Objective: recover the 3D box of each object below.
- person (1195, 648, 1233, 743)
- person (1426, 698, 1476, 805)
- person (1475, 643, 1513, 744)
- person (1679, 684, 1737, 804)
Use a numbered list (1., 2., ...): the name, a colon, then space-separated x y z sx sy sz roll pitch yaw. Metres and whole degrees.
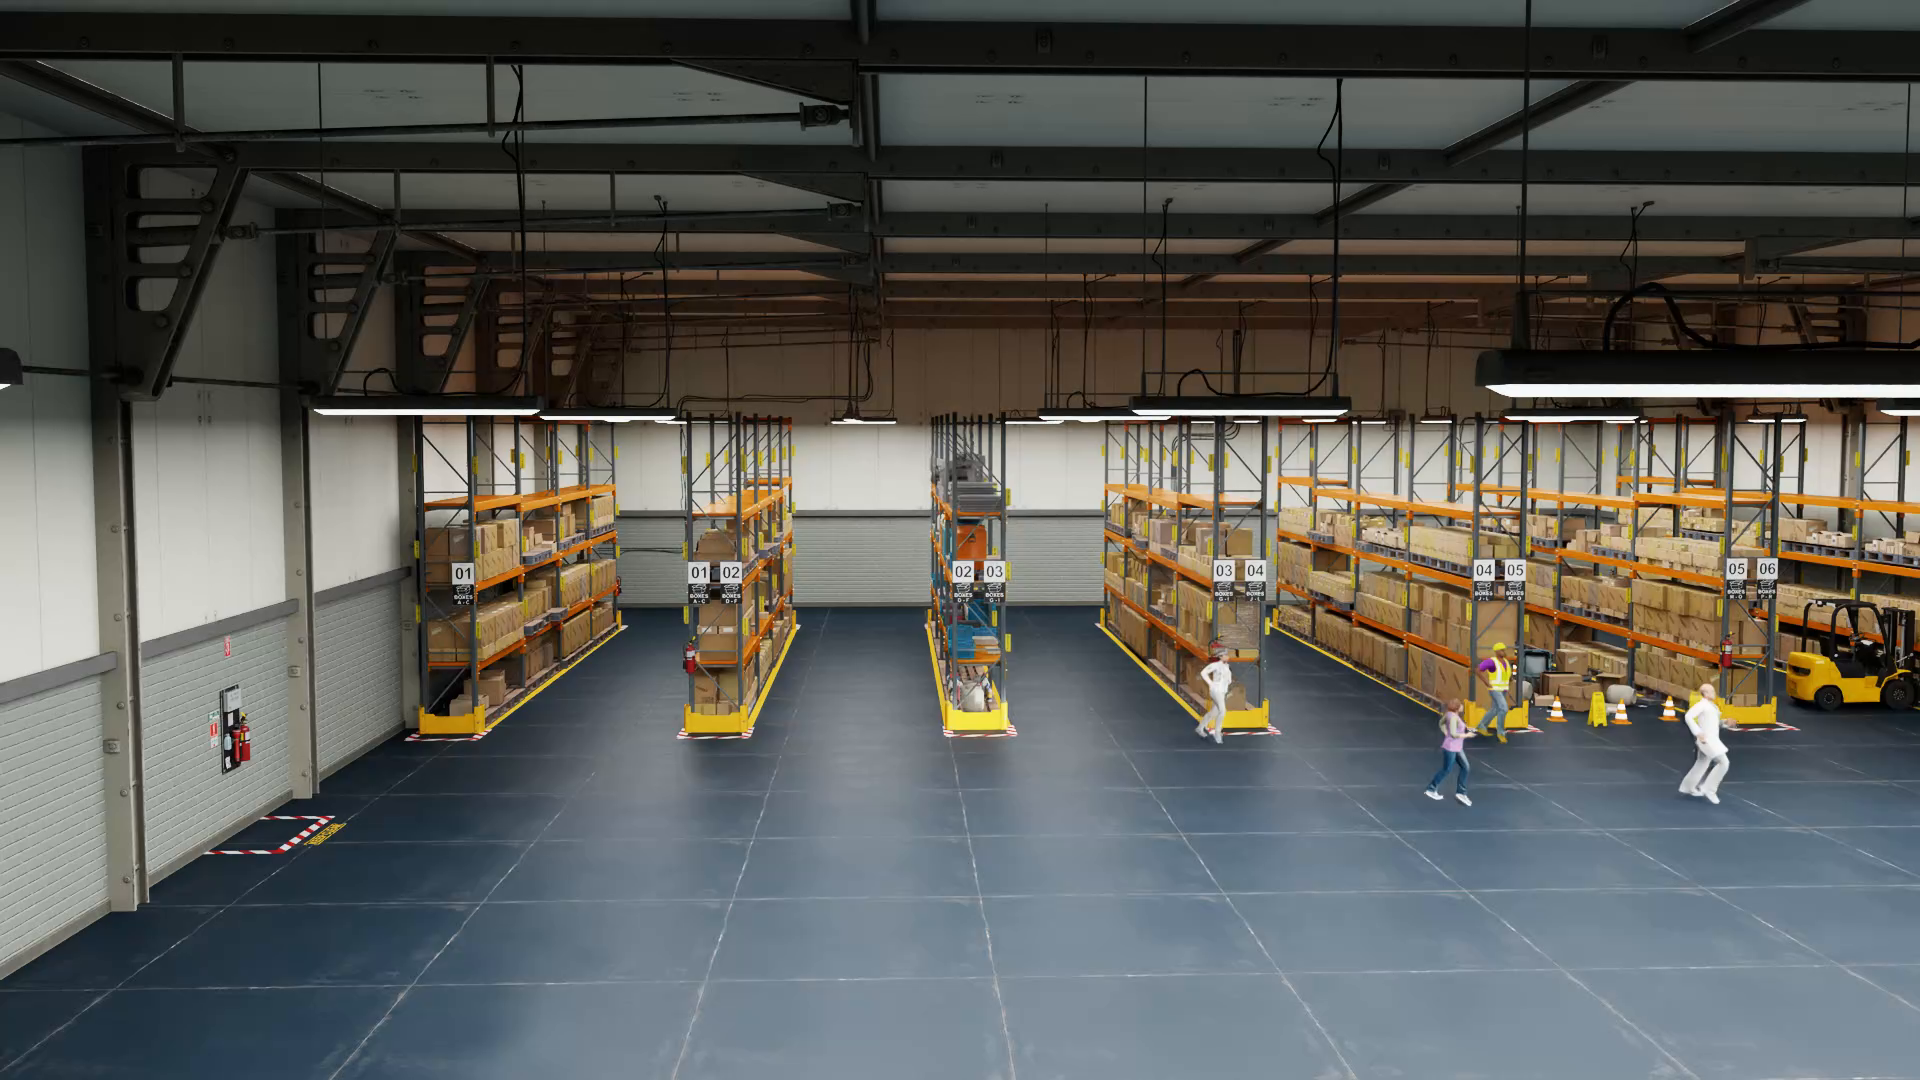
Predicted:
1. person: 4.696 2.837 30.488 0.651 1.750 0.612 3 5 40
2. person: 7.442 3.206 25.184 0.724 1.637 0.525 2 4 25
3. person: 9.810 2.788 30.366 0.734 1.843 0.710 -3 5 -38
4. person: 11.431 3.111 25.415 0.798 1.823 0.671 2 4 28
